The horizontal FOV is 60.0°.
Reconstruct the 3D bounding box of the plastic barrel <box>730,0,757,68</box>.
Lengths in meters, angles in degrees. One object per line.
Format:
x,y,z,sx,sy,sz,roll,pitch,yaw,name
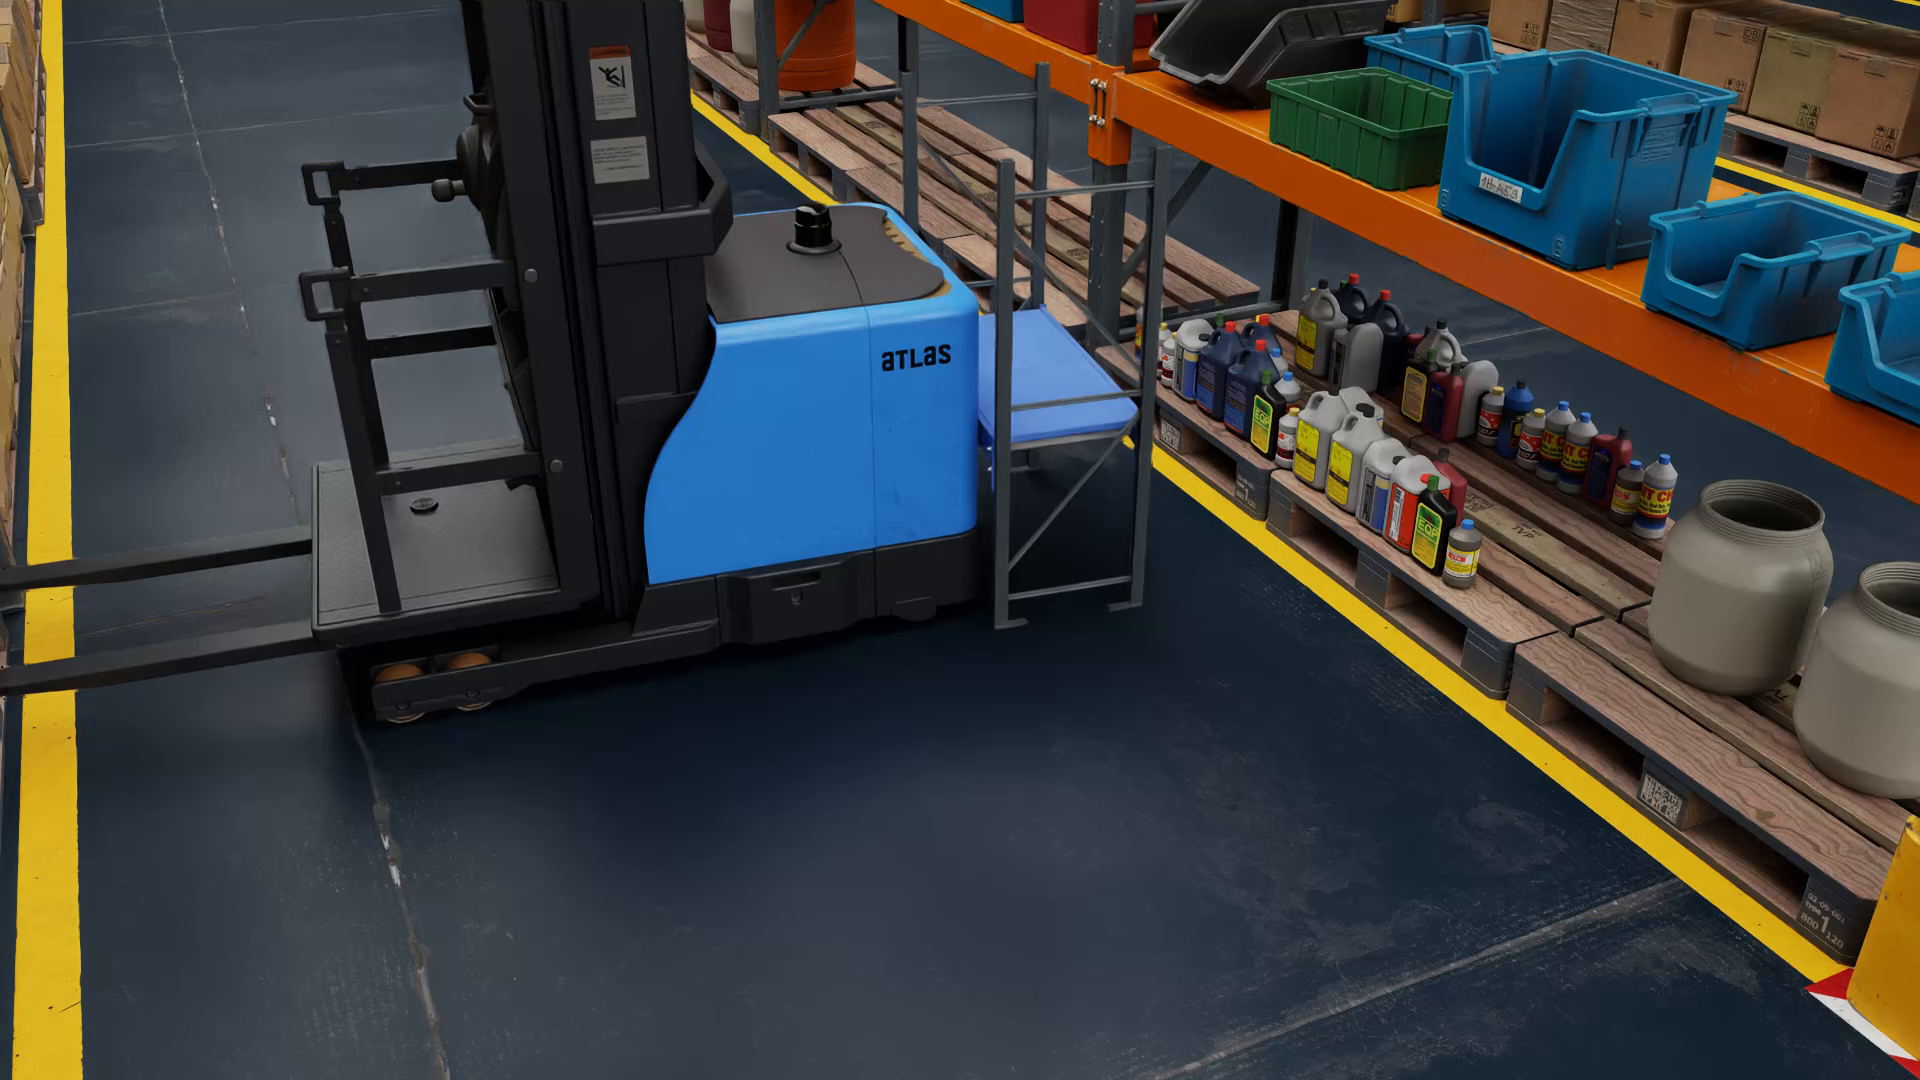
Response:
-1.275,-3.352,10.774,0.421,0.512,0.421,0,29,0,plastic barrel

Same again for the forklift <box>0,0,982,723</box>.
-1.505,-1.041,4.609,3.031,2.935,1.130,-9,31,-16,forklift

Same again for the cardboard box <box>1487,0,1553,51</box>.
4.053,-3.660,11.316,0.700,0.500,0.500,-15,33,-25,cardboard box

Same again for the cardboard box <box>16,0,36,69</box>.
-6.243,-3.263,10.607,0.500,0.500,0.500,-13,32,-22,cardboard box

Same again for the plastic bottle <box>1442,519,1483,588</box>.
1.524,0.033,5.036,0.097,0.201,0.097,0,29,0,plastic bottle

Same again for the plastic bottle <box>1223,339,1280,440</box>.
1.044,-0.553,5.928,0.144,0.351,0.185,-15,32,-24,plastic bottle

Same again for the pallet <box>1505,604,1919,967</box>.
2.289,0.556,4.542,1.003,0.211,1.213,-13,32,-22,pallet

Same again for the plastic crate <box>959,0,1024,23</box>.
0.236,-2.458,7.084,0.392,0.384,0.575,-13,32,-22,plastic crate

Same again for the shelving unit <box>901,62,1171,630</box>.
0.200,-0.650,5.377,0.538,1.500,1.048,-8,30,-14,shelving unit

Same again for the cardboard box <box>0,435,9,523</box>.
-3.434,-0.219,5.456,0.500,0.250,0.500,-14,32,-23,cardboard box

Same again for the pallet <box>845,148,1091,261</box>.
0.091,-1.706,8.576,1.003,0.211,1.213,-13,32,-22,pallet

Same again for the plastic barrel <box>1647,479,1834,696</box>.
2.141,0.129,4.567,0.421,0.512,0.421,0,29,0,plastic barrel

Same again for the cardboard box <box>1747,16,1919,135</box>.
5.032,-2.675,9.560,0.700,0.500,0.500,-13,32,-22,cardboard box

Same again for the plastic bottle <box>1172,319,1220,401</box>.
0.895,-0.677,6.226,0.152,0.276,0.135,-12,31,-20,plastic bottle

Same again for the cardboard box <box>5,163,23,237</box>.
-4.755,-1.575,7.873,0.500,0.250,0.500,-12,32,-21,cardboard box

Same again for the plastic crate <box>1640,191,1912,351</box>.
1.949,-0.658,4.008,0.499,0.251,0.408,-13,32,-22,plastic crate

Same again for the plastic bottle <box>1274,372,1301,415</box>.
1.141,-0.461,5.845,0.097,0.271,0.097,0,29,0,plastic bottle

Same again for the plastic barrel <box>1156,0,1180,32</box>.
1.099,-2.496,6.622,0.600,0.901,0.708,-13,32,-22,plastic barrel

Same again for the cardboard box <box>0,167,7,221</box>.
-4.525,-1.593,7.332,0.500,0.311,0.500,-14,32,-23,cardboard box

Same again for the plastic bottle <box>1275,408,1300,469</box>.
1.144,-0.358,5.732,0.097,0.201,0.097,0,29,0,plastic bottle

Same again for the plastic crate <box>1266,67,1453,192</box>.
1.319,-1.292,5.204,0.450,0.188,0.662,-13,32,-22,plastic crate

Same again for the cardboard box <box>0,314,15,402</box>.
-3.877,-0.673,6.266,0.500,0.250,0.500,-14,32,-23,cardboard box

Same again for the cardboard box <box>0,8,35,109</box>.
-5.808,-2.817,9.812,0.500,0.500,0.500,-14,32,-24,cardboard box

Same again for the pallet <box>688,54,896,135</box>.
-1.102,-2.934,10.766,1.003,0.211,1.213,-13,32,-22,pallet

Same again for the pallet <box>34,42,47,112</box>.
-6.535,-2.971,10.833,1.003,0.211,1.213,-13,32,-22,pallet

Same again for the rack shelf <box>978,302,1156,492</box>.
0.200,-0.494,5.465,0.538,0.185,1.000,-8,30,-14,rack shelf

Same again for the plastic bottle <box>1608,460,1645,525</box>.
2.167,-0.160,5.380,0.097,0.201,0.097,0,29,0,plastic bottle

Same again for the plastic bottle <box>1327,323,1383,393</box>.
1.487,-0.696,6.260,0.152,0.276,0.135,-13,32,-22,plastic bottle

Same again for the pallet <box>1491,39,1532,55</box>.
4.081,-3.289,11.399,1.003,0.211,1.213,-13,32,-22,pallet

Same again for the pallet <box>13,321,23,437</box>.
-4.363,-0.646,6.686,1.003,0.211,1.213,-13,32,-22,pallet

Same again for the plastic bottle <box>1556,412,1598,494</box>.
2.064,-0.296,5.551,0.097,0.271,0.097,0,29,0,plastic bottle

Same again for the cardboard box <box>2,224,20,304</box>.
-4.318,-1.125,7.071,0.500,0.250,0.500,-12,32,-21,cardboard box

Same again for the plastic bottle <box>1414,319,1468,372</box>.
1.749,-0.629,6.063,0.144,0.351,0.185,-13,32,-22,plastic bottle

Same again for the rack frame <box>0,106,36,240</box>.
-5.201,-2.772,7.626,1.000,3.000,0.127,-13,32,-22,rack frame

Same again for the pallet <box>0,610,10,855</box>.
-3.181,0.571,4.515,1.003,0.211,1.213,-13,32,-22,pallet

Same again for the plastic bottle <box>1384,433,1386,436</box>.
1.396,-0.262,5.562,0.097,0.201,0.097,0,29,0,plastic bottle

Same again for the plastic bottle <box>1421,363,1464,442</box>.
1.719,-0.504,5.909,0.061,0.283,0.133,-13,32,-22,plastic bottle

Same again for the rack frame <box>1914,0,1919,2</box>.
8.270,-5.847,13.111,1.000,3.000,0.127,-13,32,-22,rack frame

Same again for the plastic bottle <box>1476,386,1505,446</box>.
1.890,-0.444,5.887,0.097,0.201,0.097,0,29,0,plastic bottle

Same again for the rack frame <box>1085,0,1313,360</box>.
0.991,-2.043,6.327,1.000,3.000,0.127,-13,32,-22,rack frame

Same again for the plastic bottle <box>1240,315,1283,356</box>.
1.093,-0.666,6.130,0.144,0.351,0.185,-13,32,-22,plastic bottle

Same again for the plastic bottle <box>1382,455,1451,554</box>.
1.440,-0.117,5.226,0.152,0.276,0.135,-13,32,-22,plastic bottle

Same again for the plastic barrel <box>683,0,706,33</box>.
-1.760,-3.850,11.664,0.421,0.512,0.421,0,29,0,plastic barrel

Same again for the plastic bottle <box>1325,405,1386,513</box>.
1.306,-0.283,5.446,0.144,0.351,0.185,-12,31,-20,plastic bottle

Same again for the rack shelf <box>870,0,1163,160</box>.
0.132,-2.613,8.079,1.077,0.370,4.000,-13,32,-22,rack shelf

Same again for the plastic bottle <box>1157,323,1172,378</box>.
0.776,-0.737,6.409,0.097,0.201,0.097,0,29,0,plastic bottle

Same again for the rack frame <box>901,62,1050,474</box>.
0.054,-0.889,5.801,0.500,1.500,0.032,-8,30,-14,rack frame

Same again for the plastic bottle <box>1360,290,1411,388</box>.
1.610,-0.771,6.317,0.144,0.351,0.185,-15,32,-24,plastic bottle

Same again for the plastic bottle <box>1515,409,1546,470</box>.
1.979,-0.353,5.725,0.097,0.201,0.097,0,29,0,plastic bottle

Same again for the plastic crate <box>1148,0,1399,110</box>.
1.101,-1.758,5.882,0.767,0.338,0.504,-13,32,-22,plastic crate

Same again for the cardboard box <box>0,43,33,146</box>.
-5.369,-2.365,9.006,0.500,0.500,0.500,-14,32,-24,cardboard box

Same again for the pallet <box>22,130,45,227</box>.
-5.488,-1.893,8.911,1.003,0.211,1.213,-13,32,-22,pallet

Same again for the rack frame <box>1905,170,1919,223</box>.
5.464,-3.083,8.182,1.000,3.000,0.127,-13,32,-22,rack frame

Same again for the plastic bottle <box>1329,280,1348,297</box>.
1.495,-0.907,6.629,0.061,0.283,0.133,-11,31,-20,plastic bottle

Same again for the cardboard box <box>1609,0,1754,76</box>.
4.552,-3.169,10.440,0.700,0.500,0.500,-10,31,-18,cardboard box

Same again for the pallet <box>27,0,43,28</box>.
-7.740,-4.166,12.963,1.003,0.211,1.213,-13,32,-22,pallet

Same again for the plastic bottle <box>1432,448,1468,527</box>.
1.536,-0.142,5.265,0.061,0.283,0.133,-13,32,-22,plastic bottle

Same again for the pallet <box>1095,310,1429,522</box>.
1.242,-0.522,6.465,1.003,0.211,1.213,-13,32,-22,pallet

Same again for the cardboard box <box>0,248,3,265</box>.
-4.098,-1.147,6.537,0.500,0.311,0.500,-12,32,-21,cardboard box
